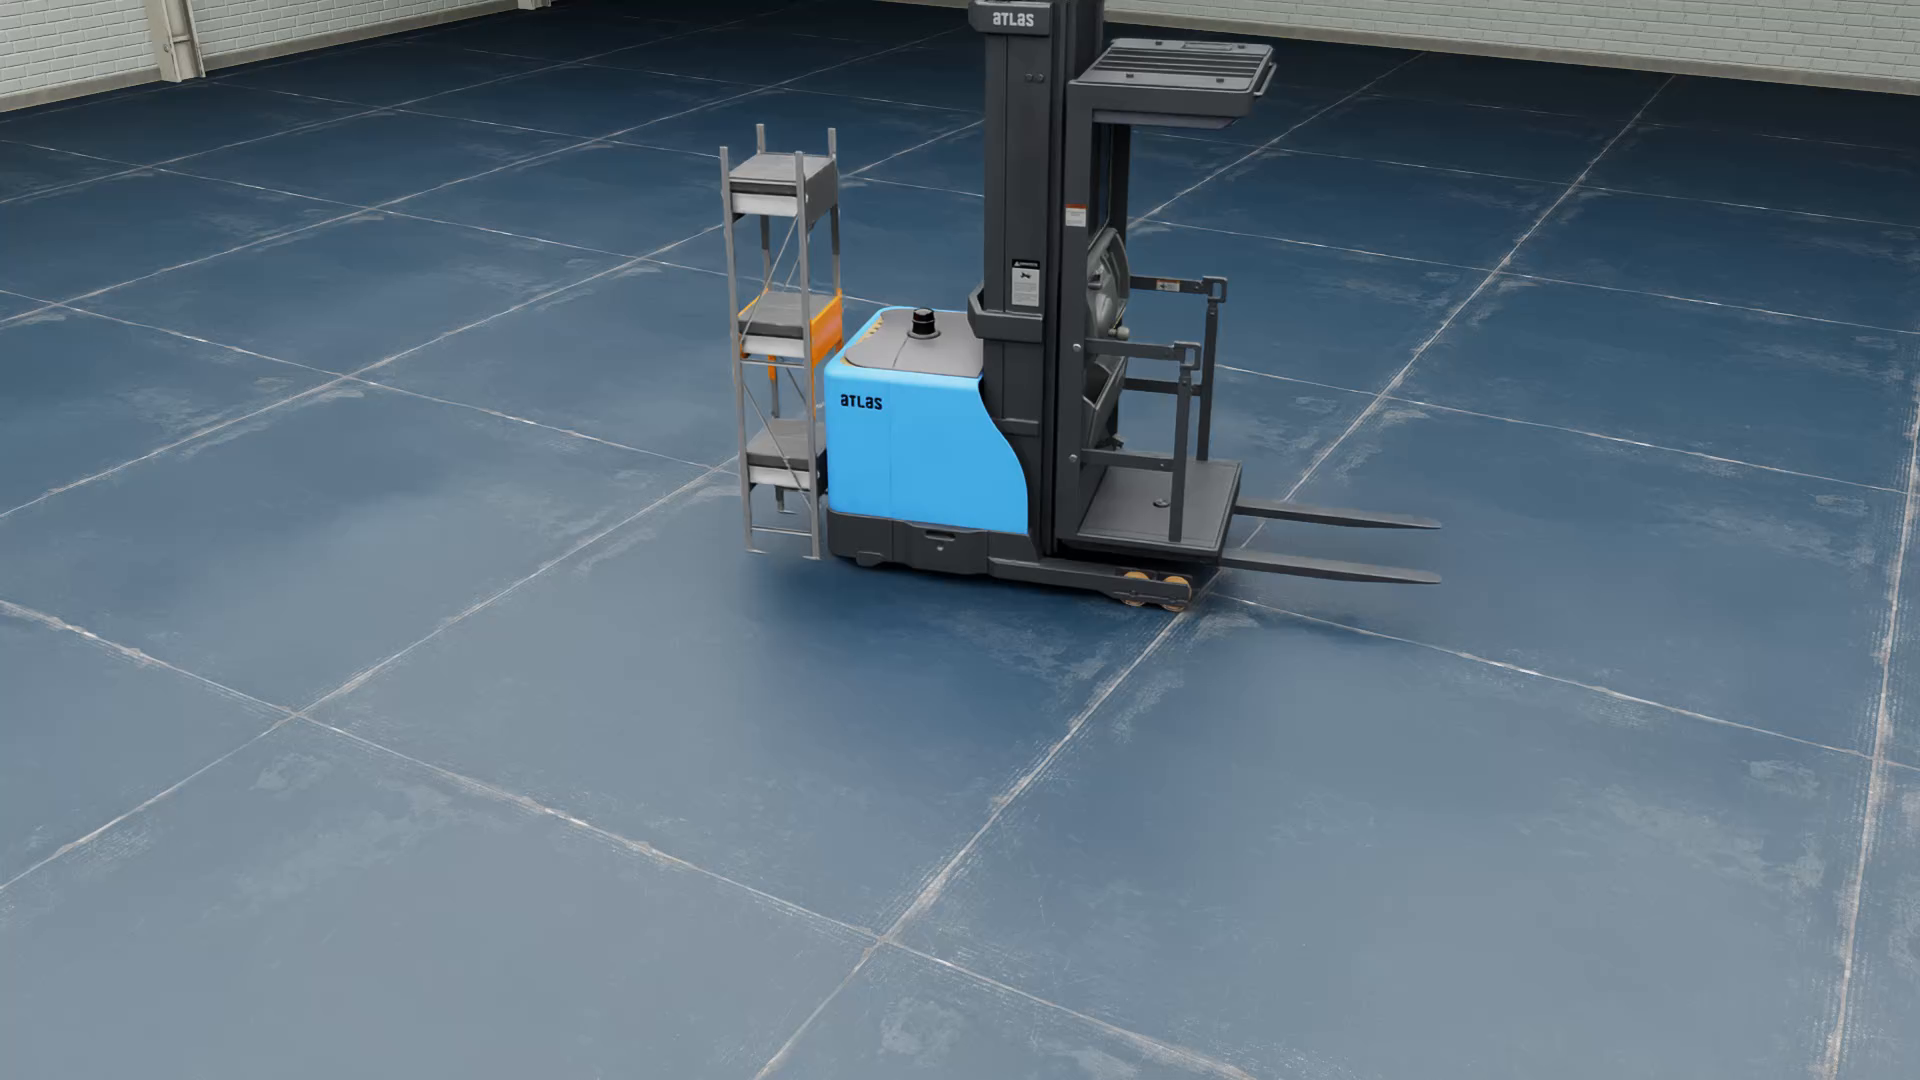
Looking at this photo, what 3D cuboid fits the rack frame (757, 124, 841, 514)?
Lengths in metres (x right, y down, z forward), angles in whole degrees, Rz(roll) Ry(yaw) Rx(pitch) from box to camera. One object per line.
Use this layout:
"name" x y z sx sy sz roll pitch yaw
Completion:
"rack frame" -0.796 -1.070 8.541 0.400 2.100 0.015 6 27 12

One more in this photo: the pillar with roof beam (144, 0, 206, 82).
"pillar with roof beam" -5.433 -8.536 15.749 9.100 9.000 0.400 14 30 26

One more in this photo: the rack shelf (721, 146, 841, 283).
"rack shelf" -0.855 -1.577 8.022 0.431 0.518 0.480 6 27 12

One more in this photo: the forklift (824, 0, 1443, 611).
"forklift" 0.897 -1.230 7.932 3.031 2.935 1.130 7 27 13

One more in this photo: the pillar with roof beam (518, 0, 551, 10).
"pillar with roof beam" -2.482 -10.874 20.420 9.100 9.000 0.400 14 30 26

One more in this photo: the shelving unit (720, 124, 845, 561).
"shelving unit" -0.855 -0.964 8.329 0.431 2.100 0.503 6 27 12

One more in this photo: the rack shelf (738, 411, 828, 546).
"rack shelf" -0.855 -0.326 8.649 0.431 0.518 0.480 6 27 12

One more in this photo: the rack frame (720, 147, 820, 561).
"rack frame" -0.914 -0.858 8.118 0.400 2.100 0.015 6 27 12

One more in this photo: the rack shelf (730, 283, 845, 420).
"rack shelf" -0.855 -0.951 8.336 0.431 0.518 0.480 6 27 12
